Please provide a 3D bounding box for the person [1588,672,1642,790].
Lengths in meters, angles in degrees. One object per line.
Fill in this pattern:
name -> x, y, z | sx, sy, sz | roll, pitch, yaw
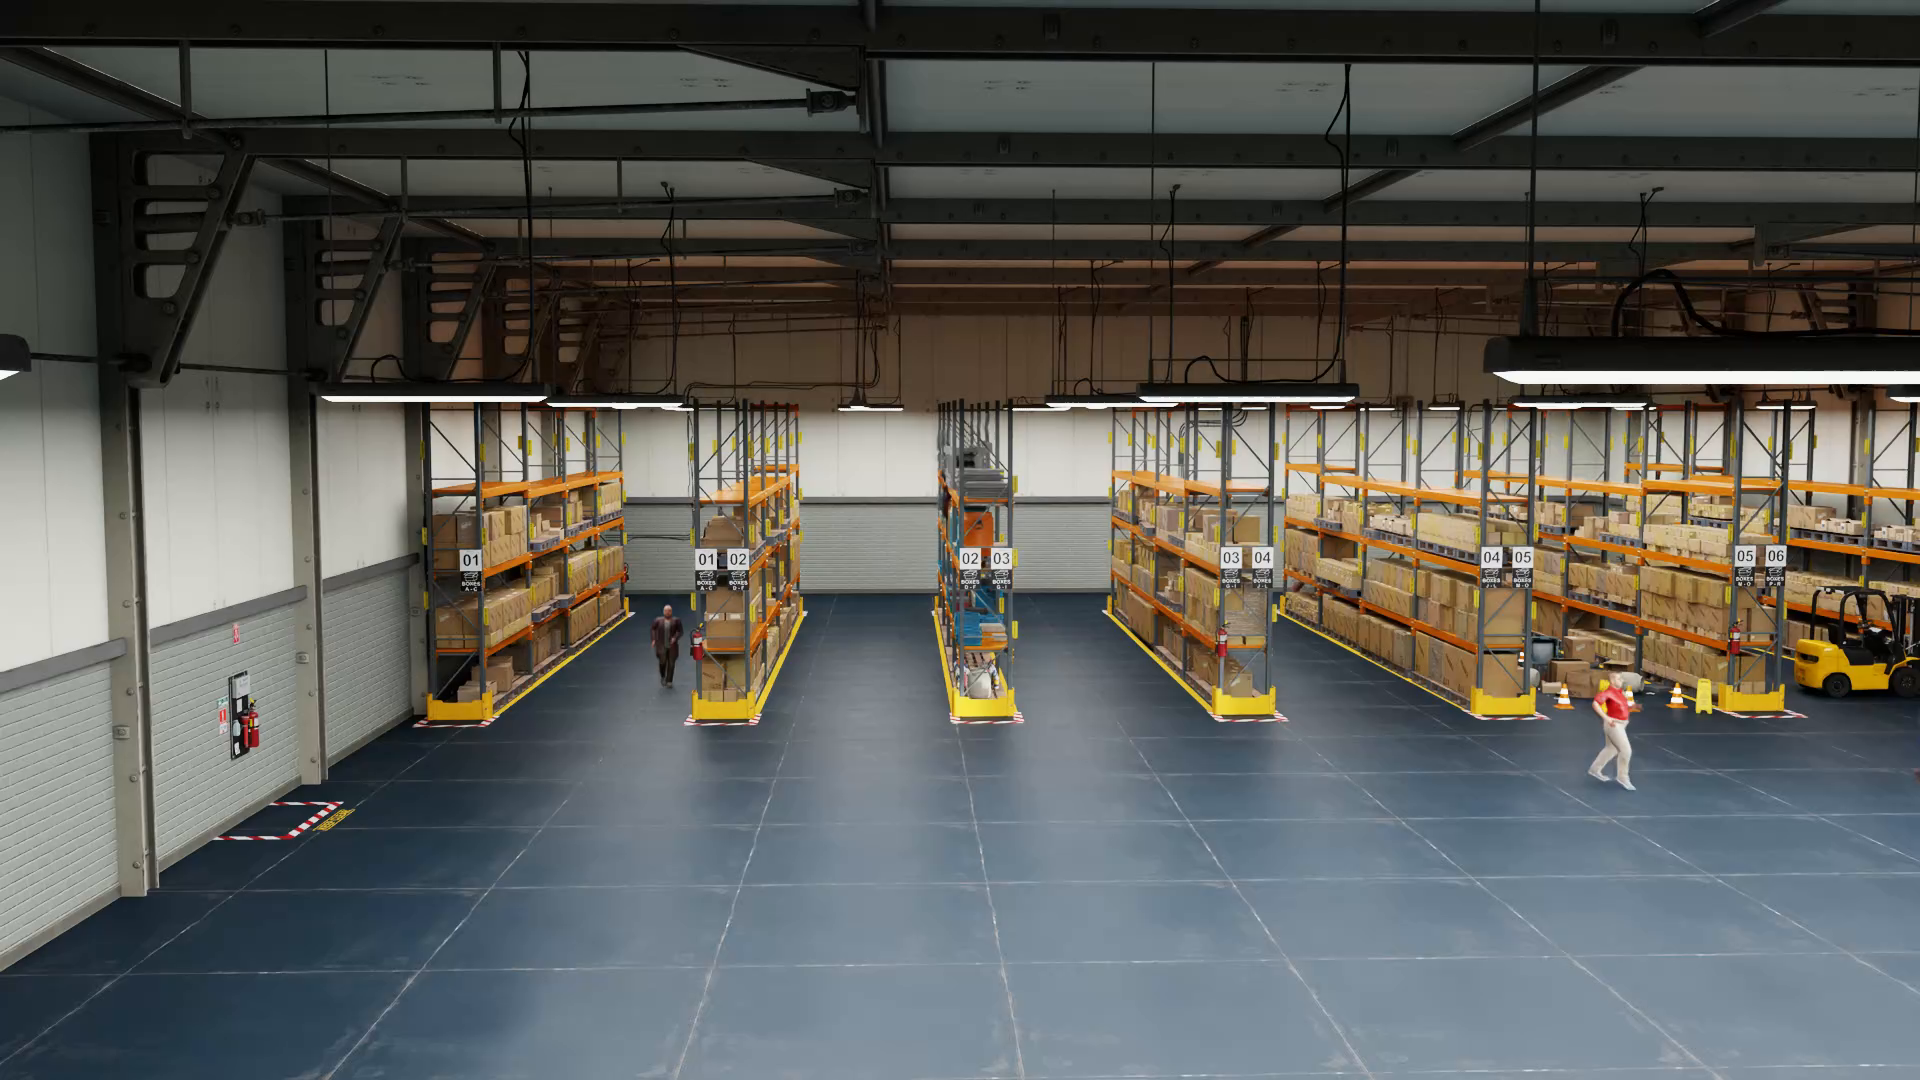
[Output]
person -> 10.047, 2.924, 25.539 | 0.765, 1.792, 0.643 | 3, 5, 31

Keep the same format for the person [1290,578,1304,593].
person -> 10.015, 1.198, 49.010 | 0.657, 1.593, 0.741 | 1, 4, 12

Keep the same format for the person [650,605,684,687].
person -> -6.091, 2.223, 34.578 | 0.687, 1.733, 0.742 | -1, 4, -10
